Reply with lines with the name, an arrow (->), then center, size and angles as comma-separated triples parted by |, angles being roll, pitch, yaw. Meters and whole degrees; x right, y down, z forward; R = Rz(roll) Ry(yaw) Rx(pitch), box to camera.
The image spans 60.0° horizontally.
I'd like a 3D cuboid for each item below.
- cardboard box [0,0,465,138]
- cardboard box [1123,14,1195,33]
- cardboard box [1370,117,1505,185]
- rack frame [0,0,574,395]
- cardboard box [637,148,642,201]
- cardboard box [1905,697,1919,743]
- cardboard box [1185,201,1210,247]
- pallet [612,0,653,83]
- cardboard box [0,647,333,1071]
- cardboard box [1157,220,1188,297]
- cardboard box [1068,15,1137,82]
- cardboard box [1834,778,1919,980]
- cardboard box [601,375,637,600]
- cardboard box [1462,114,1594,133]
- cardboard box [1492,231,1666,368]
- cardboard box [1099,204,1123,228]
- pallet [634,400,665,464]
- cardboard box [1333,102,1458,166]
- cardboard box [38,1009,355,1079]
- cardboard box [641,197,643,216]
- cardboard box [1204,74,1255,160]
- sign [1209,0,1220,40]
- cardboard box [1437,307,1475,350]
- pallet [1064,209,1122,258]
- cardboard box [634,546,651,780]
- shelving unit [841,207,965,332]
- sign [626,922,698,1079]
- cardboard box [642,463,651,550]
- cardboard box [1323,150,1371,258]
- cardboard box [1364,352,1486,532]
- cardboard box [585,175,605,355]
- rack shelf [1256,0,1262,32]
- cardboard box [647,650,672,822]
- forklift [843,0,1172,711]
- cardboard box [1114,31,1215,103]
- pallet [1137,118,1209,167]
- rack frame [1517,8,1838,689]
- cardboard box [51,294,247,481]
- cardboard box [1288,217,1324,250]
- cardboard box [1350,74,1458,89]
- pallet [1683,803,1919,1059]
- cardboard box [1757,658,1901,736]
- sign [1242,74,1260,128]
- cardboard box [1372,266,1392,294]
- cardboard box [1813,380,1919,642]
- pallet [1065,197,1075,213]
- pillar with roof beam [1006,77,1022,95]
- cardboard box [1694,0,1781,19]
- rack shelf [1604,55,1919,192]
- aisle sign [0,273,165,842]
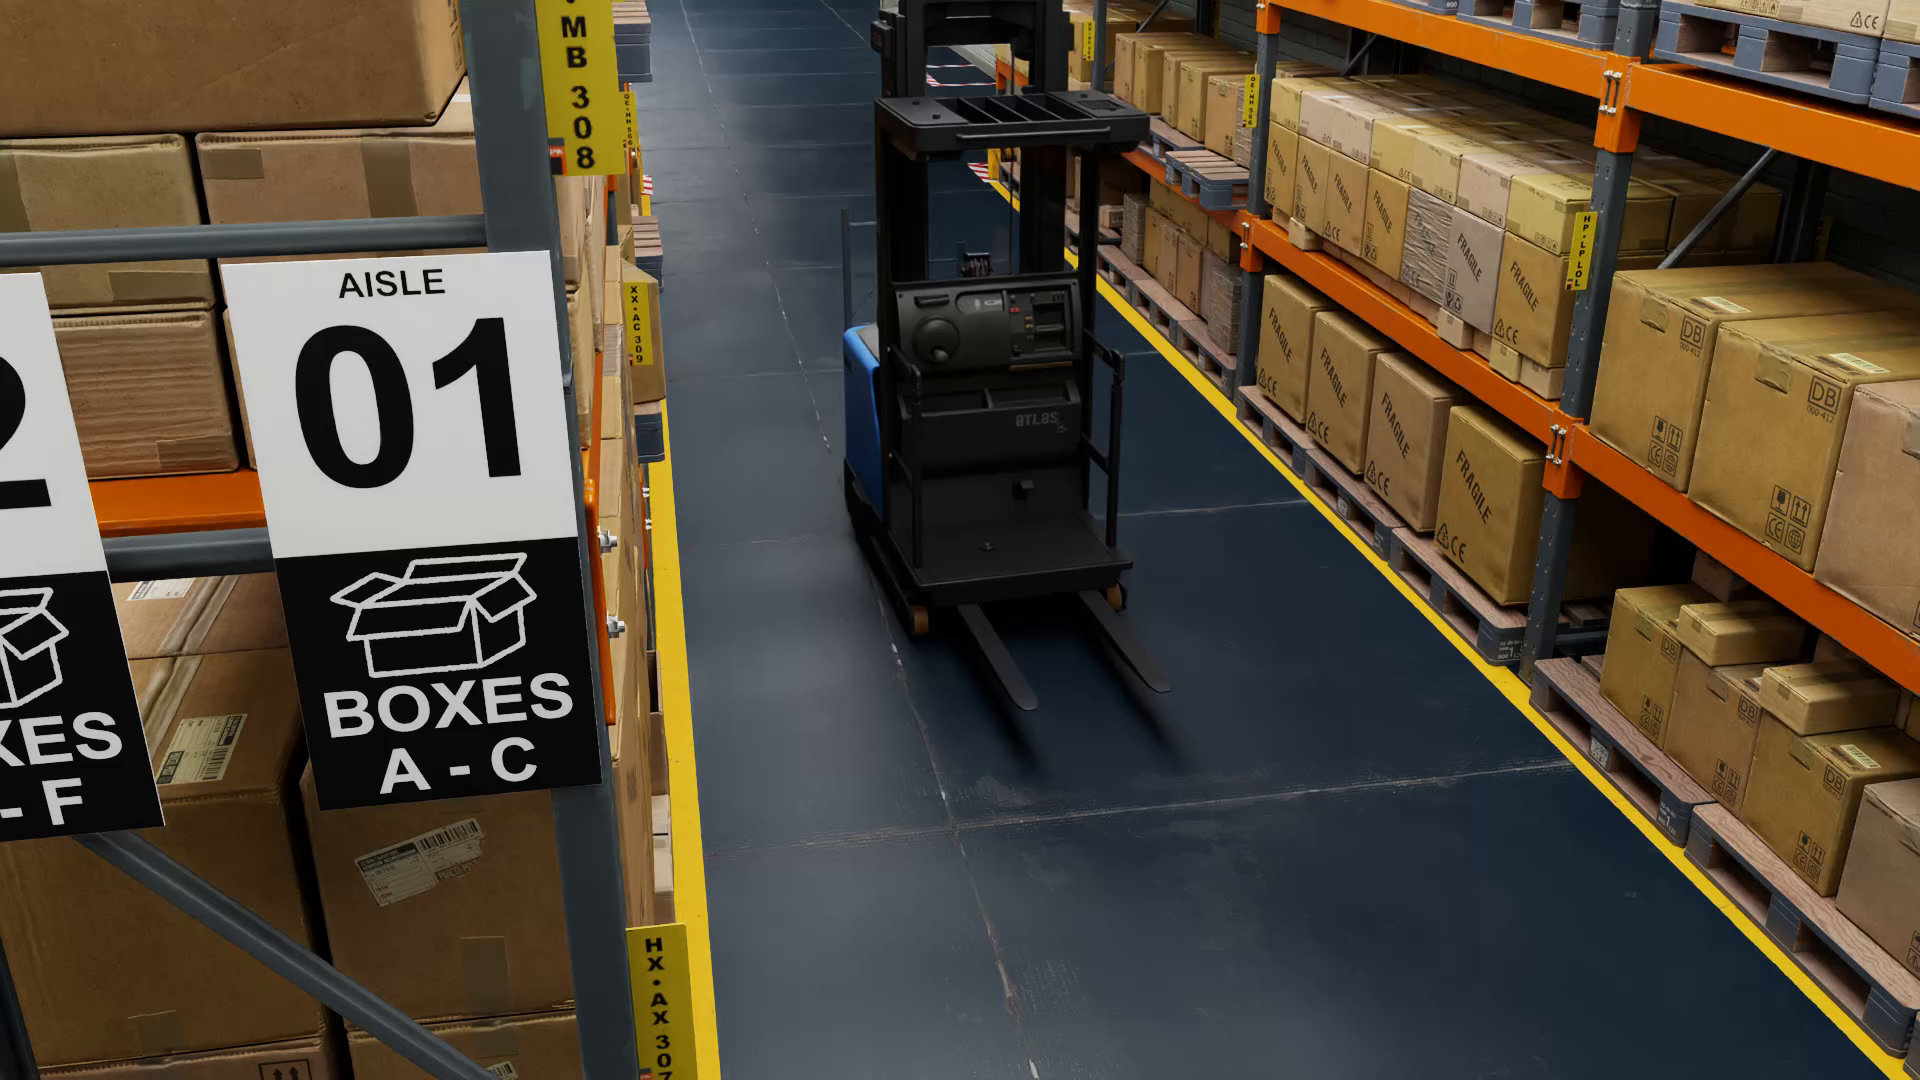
cardboard box -> -1.127, -0.885, 2.406 | 0.700, 0.500, 0.500 | -4, 24, -10
cardboard box -> 1.751, -4.378, 14.751 | 0.500, 0.500, 0.500 | -5, 24, -11
cardboard box -> 2.500, -2.049, 8.736 | 0.500, 0.250, 0.500 | -5, 24, -11
rack frame -> -1.016, -1.554, 1.566 | 1.000, 3.000, 0.127 | -4, 24, -10
cardboard box -> -3.198, -3.400, 15.261 | 0.500, 0.500, 0.500 | -4, 24, -10
cardboard box -> 3.561, 0.651, 5.800 | 0.380, 0.149, 0.250 | -5, 24, -11
cardboard box -> 2.044, -2.430, 12.702 | 0.500, 0.250, 0.500 | -4, 24, -10
pallet -> -1.807, -1.929, 6.405 | 1.213, 0.211, 1.003 | -4, 24, -10
cardboard box -> -1.369, 0.536, 2.901 | 0.500, 0.500, 0.500 | -5, 24, -10
cardboard box -> 1.984, -2.258, 13.246 | 0.700, 0.500, 0.500 | -4, 24, -9
cardboard box -> 1.241, -4.340, 14.666 | 0.500, 0.500, 0.500 | -4, 24, -10
cardboard box -> 3.438, 1.117, 5.542 | 0.700, 0.500, 0.500 | -5, 24, -11
cardboard box -> -1.126, -0.105, 4.369 | 0.500, 0.500, 0.500 | -5, 24, -10
cardboard box -> 2.990, -2.089, 8.828 | 0.500, 0.250, 0.500 | -5, 24, -11
cardboard box -> 2.779, -1.101, 7.501 | 0.500, 0.500, 0.500 | -5, 24, -11
cardboard box -> 1.504, -3.005, 15.372 | 0.380, 0.166, 0.250 | -8, 25, -17
pallet -> -1.796, -0.613, 7.146 | 1.003, 0.211, 1.213 | -4, 24, -10
cardboard box -> 2.399, -2.250, 9.194 | 0.500, 0.250, 0.500 | -4, 24, -9
cardboard box -> -1.366, 0.993, 3.104 | 0.500, 0.500, 0.500 | -4, 24, -8
cardboard box -> -3.198, -3.057, 15.411 | 0.500, 0.250, 0.500 | -4, 24, -10
cardboard box -> 2.145, -2.969, 11.626 | 0.700, 0.500, 0.500 | -7, 24, -15
sign -> 2.177, -4.466, 14.282 | 0.100, 0.325, 0.005 | -4, 24, -10
cardboard box -> 2.591, -1.055, 8.207 | 0.380, 0.149, 0.250 | -4, 24, -10
pallet -> 1.474, -2.877, 15.574 | 1.003, 0.211, 1.213 | -4, 24, -10
cardboard box -> -1.120, 0.358, 4.558 | 0.500, 0.500, 0.500 | -4, 24, -9
shelving unit -> -0.349, -1.167, 10.048 | 0.538, 1.500, 1.048 | -6, 24, -14
sign -> -0.483, 0.758, 2.685 | 0.100, 0.325, 0.005 | -4, 24, -10
cardboard box -> -1.893, -0.248, 8.643 | 0.500, 0.500, 0.500 | -5, 24, -12
cardboard box -> 2.389, -1.899, 9.329 | 0.500, 0.500, 0.500 | -4, 24, -10
cardboard box -> 2.697, -0.549, 8.921 | 0.750, 0.750, 0.750 | -4, 24, -8
cardboard box -> -0.941, -0.530, 3.154 | 0.500, 0.250, 0.500 | -4, 24, -10
rack shelf -> 2.002, -4.152, 12.159 | 1.077, 0.370, 4.000 | -4, 24, -10
cardboard box -> -1.372, 0.769, 6.316 | 0.500, 0.500, 0.500 | -4, 24, -10
forklift -> 0.204, -1.037, 7.962 | 1.130, 2.935, 3.031 | -6, 24, -14
cardboard box -> 1.693, -3.938, 13.844 | 0.700, 0.500, 0.500 | -4, 24, -10
pallet -> 1.966, -3.008, 12.628 | 1.003, 0.211, 1.213 | -4, 24, -10
rack frame -> 3.112, -0.747, 7.212 | 1.000, 3.000, 0.127 | -4, 24, -10
cardboard box -> -1.370, -0.294, 2.614 | 0.500, 0.250, 0.500 | -4, 24, -10
cardboard box -> 2.209, -1.857, 10.043 | 0.380, 0.149, 0.250 | -4, 24, -8
cardboard box -> 2.711, -2.696, 10.216 | 0.500, 0.250, 0.500 | -4, 24, -8
pallet -> 3.405, 1.317, 5.971 | 1.003, 0.211, 1.213 | -4, 24, -10
cardboard box -> 3.130, 0.564, 5.998 | 0.380, 0.149, 0.250 | -5, 24, -11
sign -> 1.841, -2.770, 10.498 | 0.100, 0.325, 0.005 | -4, 24, -10
cardboard box -> 2.500, -1.465, 9.145 | 0.380, 0.149, 0.250 | -4, 24, -9
cardboard box -> 3.470, -0.096, 5.348 | 0.980, 0.700, 0.700 | -5, 24, -12
pallet -> 1.245, -3.358, 16.675 | 1.003, 0.211, 1.213 | -4, 24, -10
pillar with roof beam -> -3.468, -10.046, 21.009 | 9.100, 9.000, 0.400 | -4, 24, -10
cardboard box -> 2.981, -1.999, 5.870 | 0.500, 0.250, 0.500 | -4, 24, -10
rack shelf -> 3.482, -1.005, 4.954 | 1.077, 0.370, 4.000 | -4, 24, -10
aisle sign -> -1.304, 0.053, 2.133 | 0.394, 0.787, 0.004 | -4, 24, -10
